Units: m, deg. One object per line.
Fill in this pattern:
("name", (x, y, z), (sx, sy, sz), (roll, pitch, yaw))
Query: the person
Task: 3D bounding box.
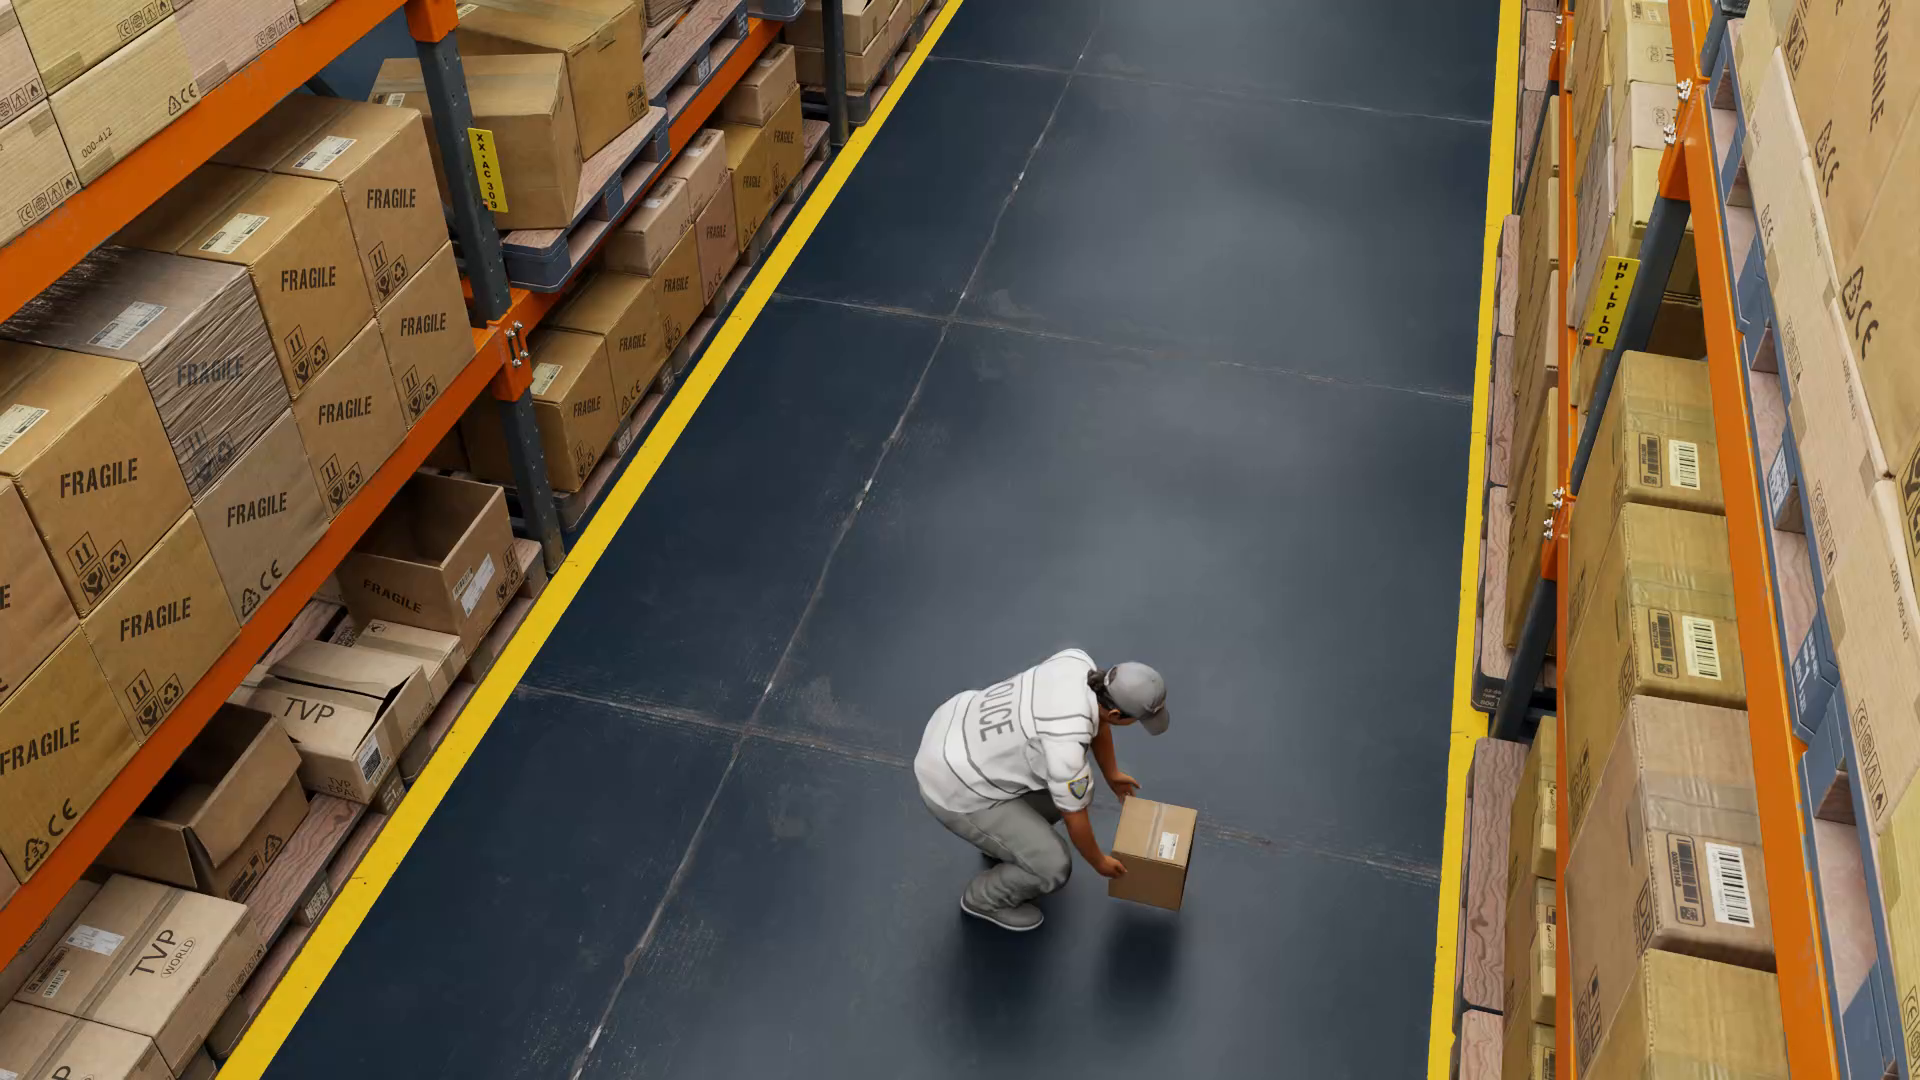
("person", (0.270, 0.803, 5.631), (0.817, 1.158, 0.539), (10, 42, 11))
